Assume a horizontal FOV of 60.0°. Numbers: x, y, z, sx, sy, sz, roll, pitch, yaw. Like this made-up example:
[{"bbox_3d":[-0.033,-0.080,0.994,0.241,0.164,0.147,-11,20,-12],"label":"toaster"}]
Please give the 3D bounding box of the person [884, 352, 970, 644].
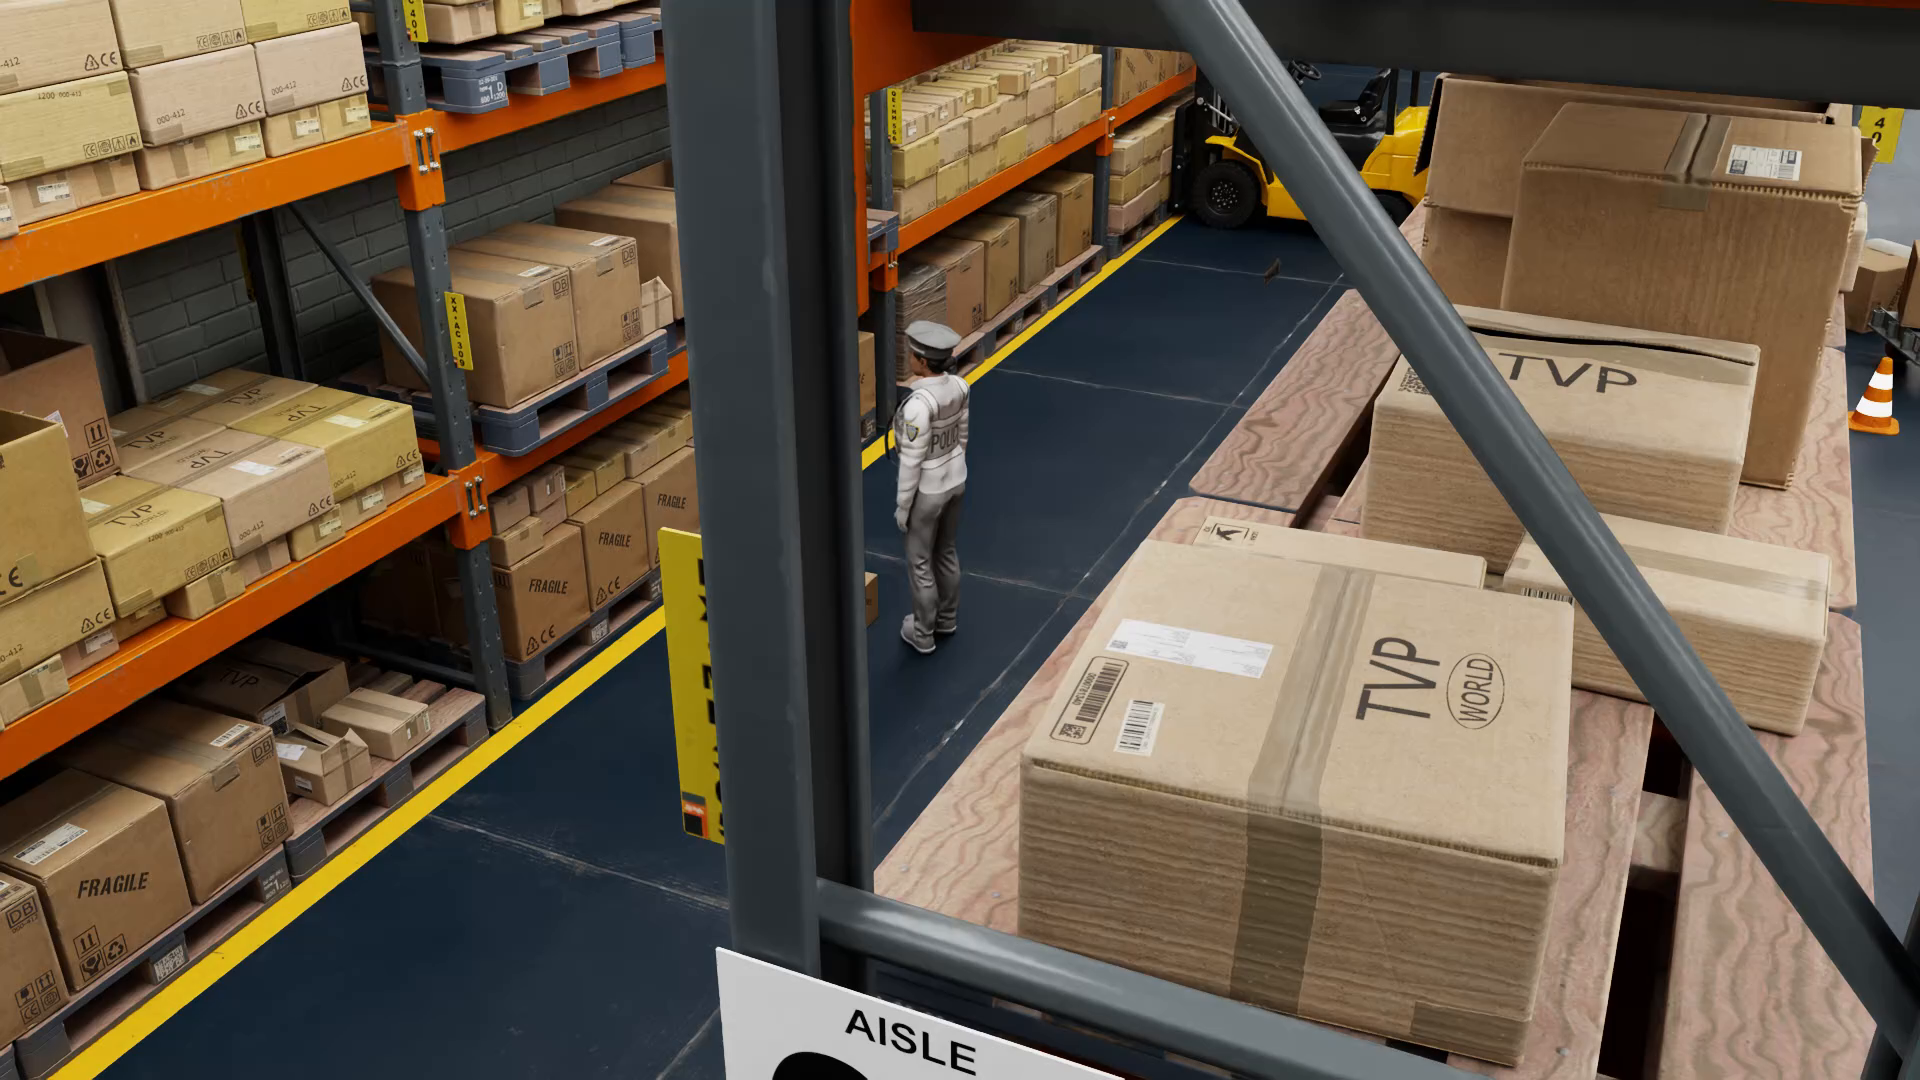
[{"bbox_3d":[3.876,-0.911,8.843,5.894,2.202,6.601,17,31,30],"label":"person"}]
